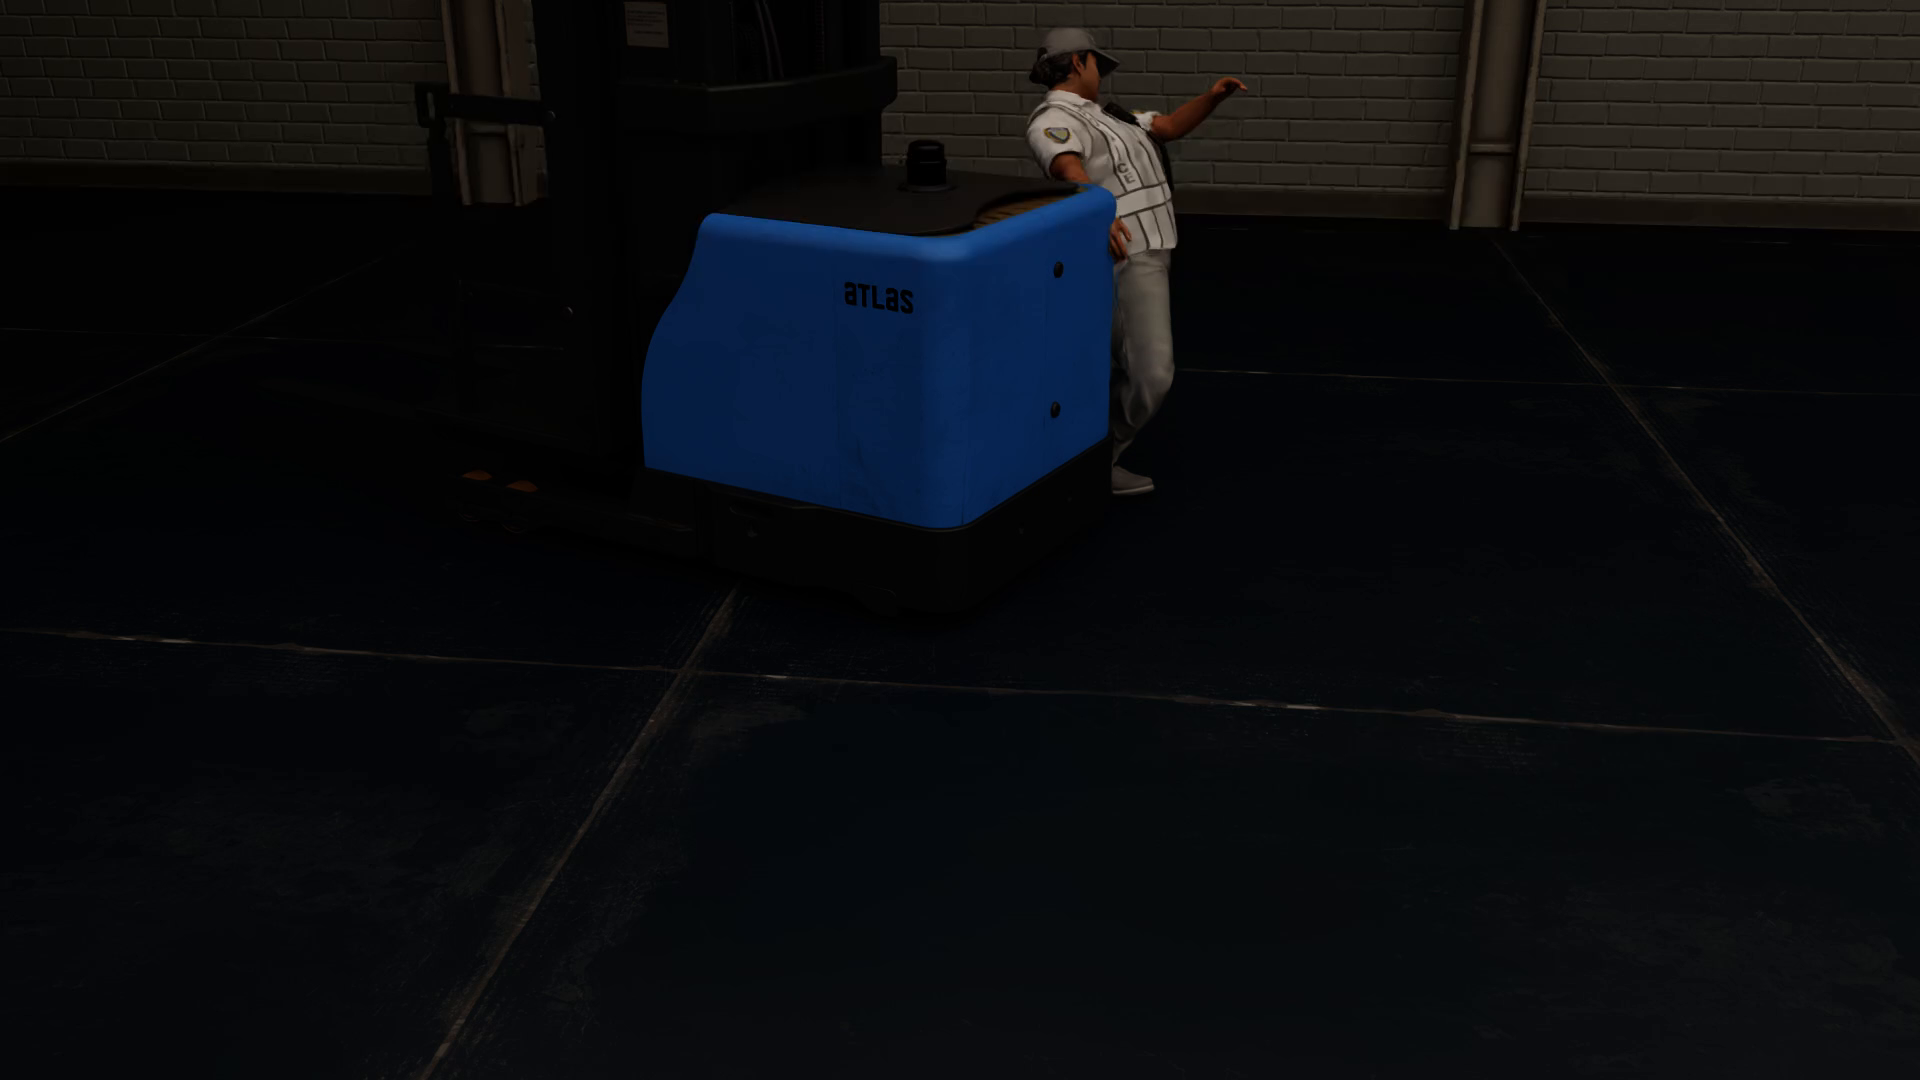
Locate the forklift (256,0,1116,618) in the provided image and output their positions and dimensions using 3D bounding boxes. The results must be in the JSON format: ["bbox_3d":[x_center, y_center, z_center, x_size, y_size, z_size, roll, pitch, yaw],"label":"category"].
[{"bbox_3d":[-1.057,-1.535,5.065,3.031,2.935,1.130,12,25,28],"label":"forklift"}]

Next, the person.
[{"bbox_3d":[0.501,-0.873,5.357,0.765,1.447,0.936,4,22,10],"label":"person"}]
